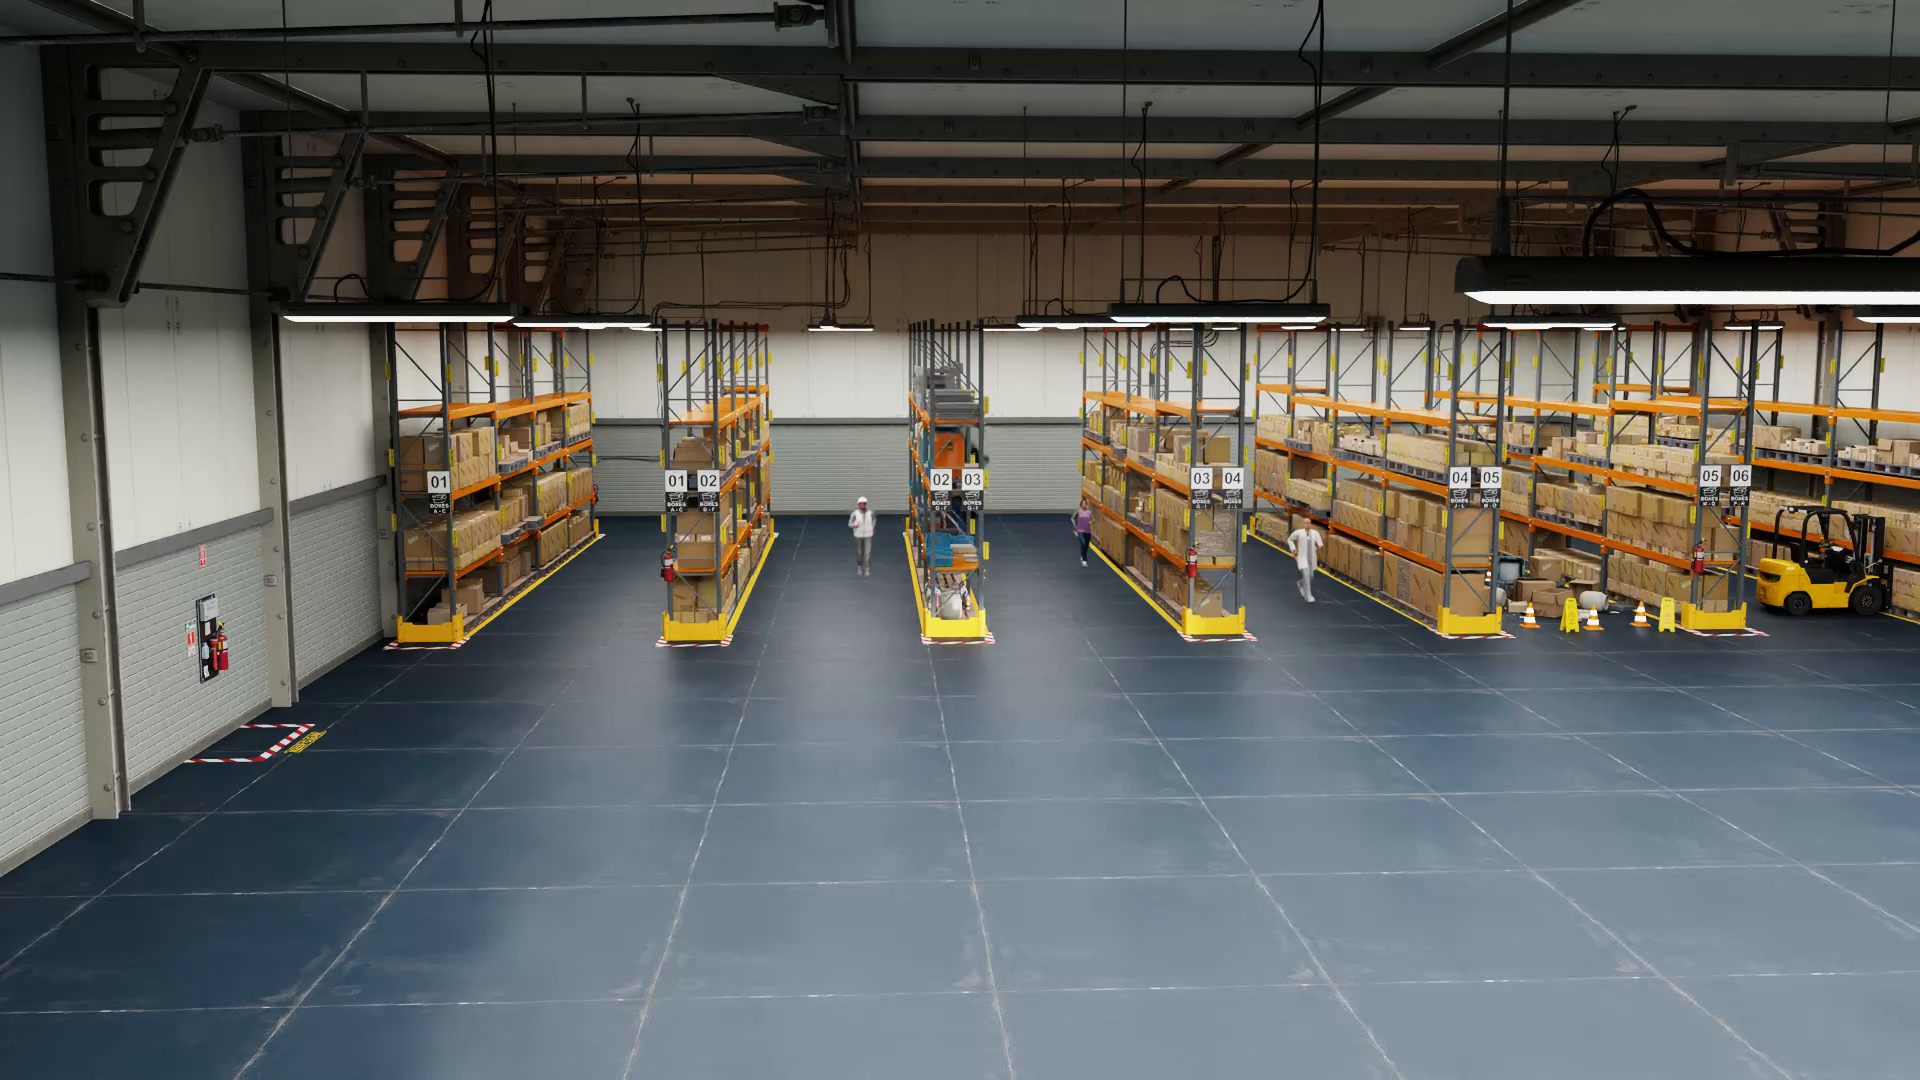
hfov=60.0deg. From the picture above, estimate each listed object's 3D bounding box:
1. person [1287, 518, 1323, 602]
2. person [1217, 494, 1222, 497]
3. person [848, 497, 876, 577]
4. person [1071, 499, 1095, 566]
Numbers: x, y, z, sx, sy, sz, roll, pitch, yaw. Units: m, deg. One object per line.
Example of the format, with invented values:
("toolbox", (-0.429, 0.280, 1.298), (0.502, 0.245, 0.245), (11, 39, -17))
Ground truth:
("person", (7.460, 0.403, 35.789), (0.708, 1.754, 1.022), (-2, 7, -12))
("person", (7.343, -0.910, 47.294), (0.603, 1.651, 0.764), (2, 7, 16))
("person", (-2.166, -0.055, 37.269), (0.663, 1.815, 0.913), (-1, 7, -11))
("person", (2.928, -0.168, 39.390), (0.543, 1.572, 0.840), (-1, 7, -9))
